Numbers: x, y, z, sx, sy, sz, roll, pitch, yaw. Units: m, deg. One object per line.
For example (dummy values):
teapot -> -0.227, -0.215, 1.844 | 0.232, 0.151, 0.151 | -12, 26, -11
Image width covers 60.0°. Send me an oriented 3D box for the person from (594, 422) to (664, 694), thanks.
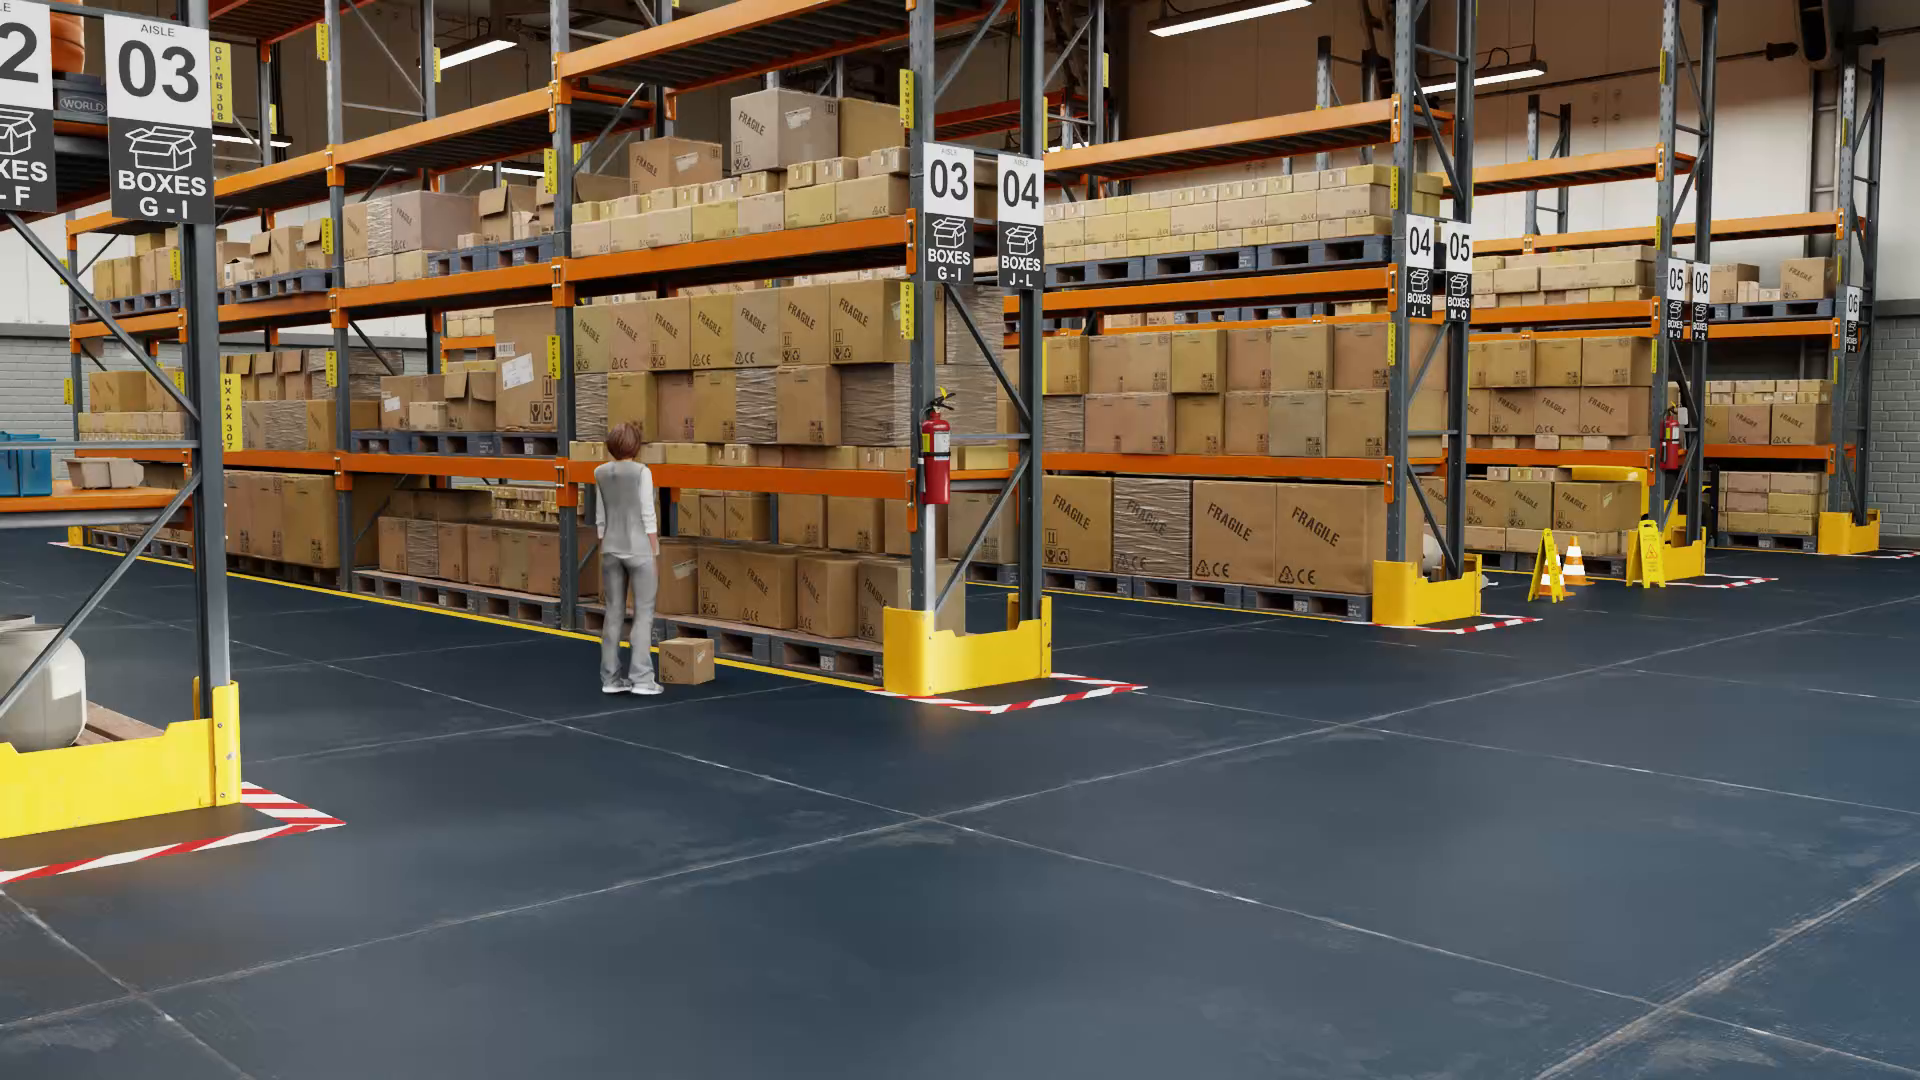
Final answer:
person -> -1.957, 0.113, 9.777 | 0.406, 1.608, 0.310 | 2, 4, 21
